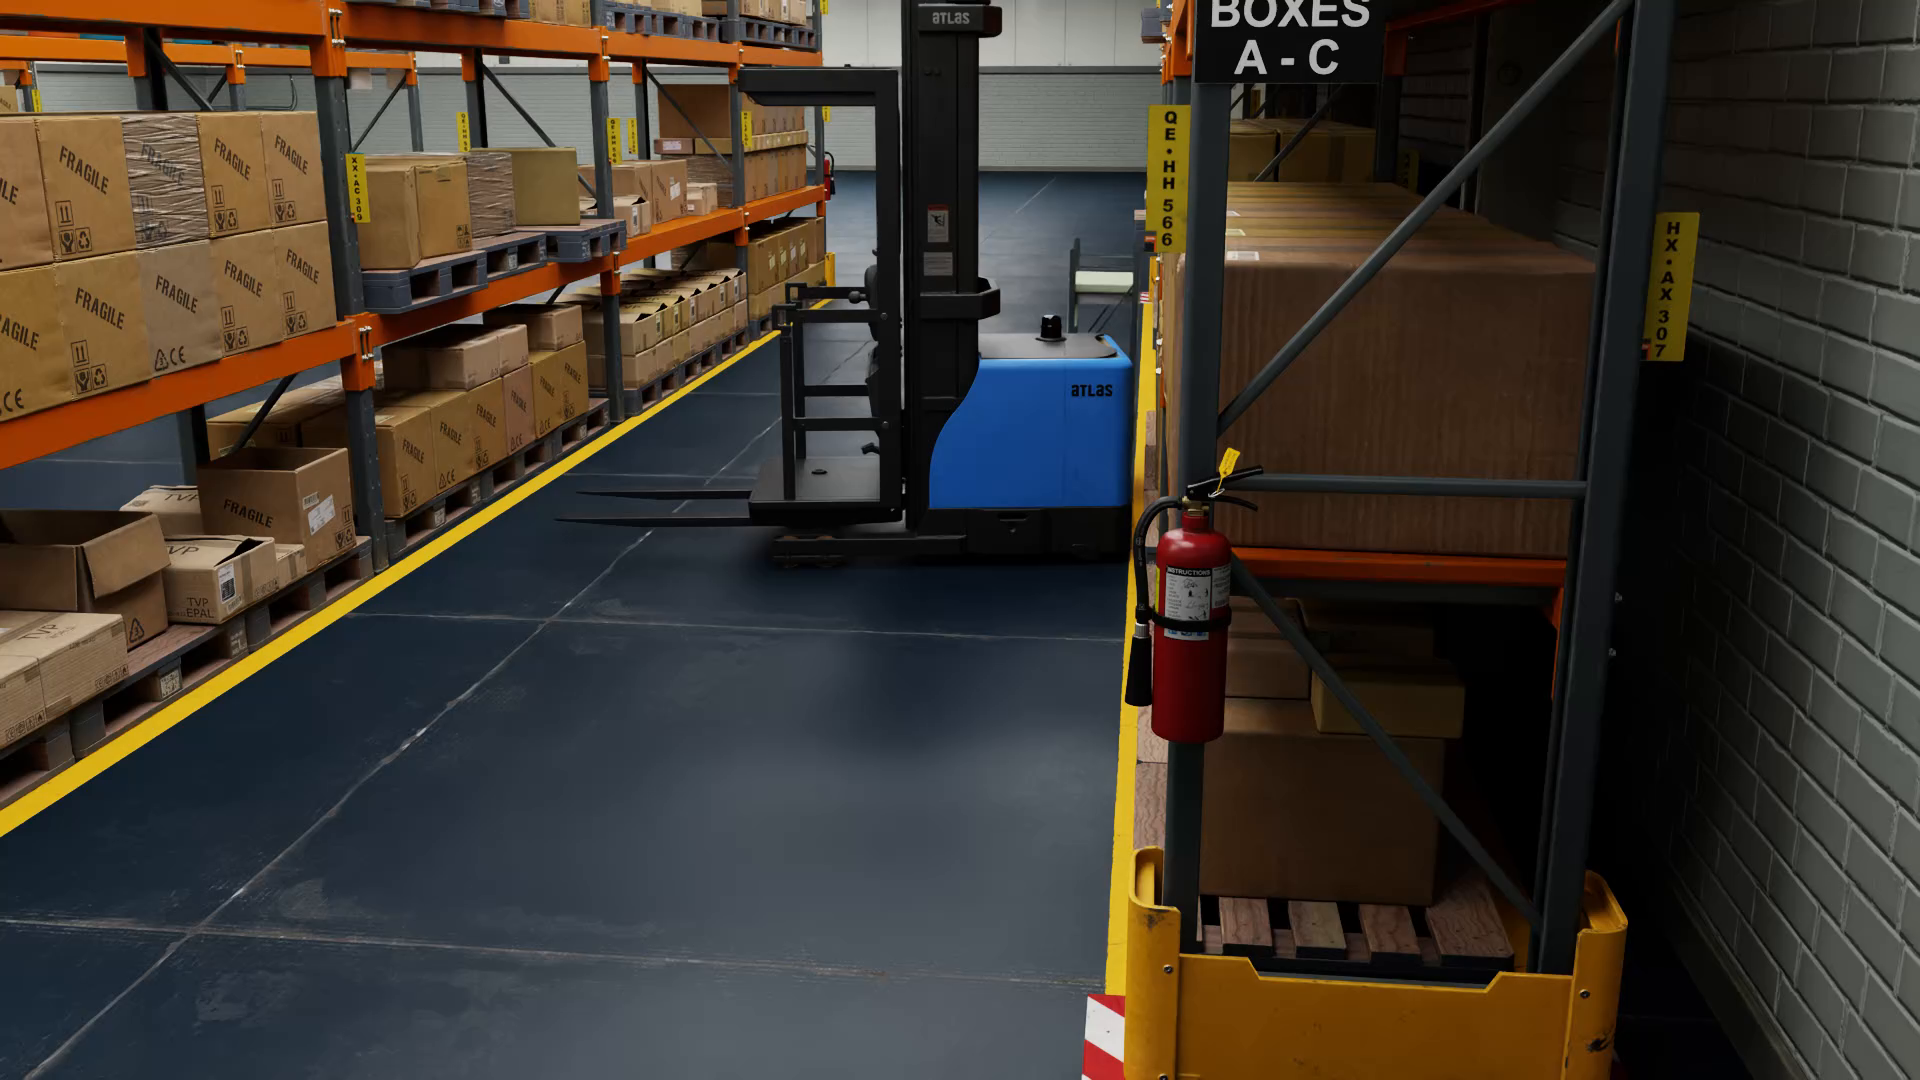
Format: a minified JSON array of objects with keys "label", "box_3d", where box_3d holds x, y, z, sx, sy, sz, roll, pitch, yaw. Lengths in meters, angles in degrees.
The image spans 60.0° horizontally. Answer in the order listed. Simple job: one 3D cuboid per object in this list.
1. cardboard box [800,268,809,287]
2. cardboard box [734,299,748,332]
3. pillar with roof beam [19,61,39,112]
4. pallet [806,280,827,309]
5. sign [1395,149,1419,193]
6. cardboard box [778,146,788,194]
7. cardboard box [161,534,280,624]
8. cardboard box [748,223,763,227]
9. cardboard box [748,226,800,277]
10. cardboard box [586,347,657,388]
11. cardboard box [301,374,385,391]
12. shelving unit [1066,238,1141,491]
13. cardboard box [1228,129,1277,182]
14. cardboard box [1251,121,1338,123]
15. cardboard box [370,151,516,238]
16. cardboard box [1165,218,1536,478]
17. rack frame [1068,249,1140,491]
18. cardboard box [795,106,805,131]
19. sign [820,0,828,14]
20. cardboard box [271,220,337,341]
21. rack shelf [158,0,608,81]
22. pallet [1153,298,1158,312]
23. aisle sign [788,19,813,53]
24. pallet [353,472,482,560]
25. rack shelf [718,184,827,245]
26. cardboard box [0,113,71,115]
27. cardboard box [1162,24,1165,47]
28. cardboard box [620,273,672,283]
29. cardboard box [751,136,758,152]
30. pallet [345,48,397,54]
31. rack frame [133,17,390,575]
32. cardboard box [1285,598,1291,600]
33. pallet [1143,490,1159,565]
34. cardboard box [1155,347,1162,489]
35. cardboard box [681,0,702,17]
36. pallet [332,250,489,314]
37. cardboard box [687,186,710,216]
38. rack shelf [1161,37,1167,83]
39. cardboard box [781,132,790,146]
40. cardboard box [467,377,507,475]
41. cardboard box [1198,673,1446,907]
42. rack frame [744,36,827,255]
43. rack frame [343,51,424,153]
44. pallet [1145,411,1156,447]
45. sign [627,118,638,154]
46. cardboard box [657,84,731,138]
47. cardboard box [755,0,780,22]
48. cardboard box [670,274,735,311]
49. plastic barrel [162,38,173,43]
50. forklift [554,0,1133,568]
[{"label":"cardboard box","box_3d":[-1.975,-2.881,18.533,0.500,0.250,0.500,2,15,6]},{"label":"cardboard box","box_3d":[-2.319,-2.135,15.775,0.500,0.250,0.500,2,15,6]},{"label":"pillar with roof beam","box_3d":[-20.719,-13.983,43.634,9.100,9.000,0.400,2,15,6]},{"label":"pallet","box_3d":[-2.153,-2.868,19.362,1.003,0.211,1.213,2,15,6]},{"label":"sign","box_3d":[2.011,-1.596,7.508,0.100,0.325,0.005,2,15,6]},{"label":"cardboard box","box_3d":[-2.290,-4.076,18.297,0.700,0.500,0.500,2,15,7]},{"label":"cardboard box","box_3d":[-3.330,0.135,7.223,0.500,0.311,0.500,2,15,6]},{"label":"cardboard box","box_3d":[-2.488,-3.258,18.492,0.500,0.500,0.500,2,15,6]},{"label":"cardboard box","box_3d":[-2.029,-3.113,17.956,0.500,0.500,0.500,2,15,6]},{"label":"cardboard box","box_3d":[-2.660,-1.341,12.838,0.500,0.250,0.500,2,15,6]},{"label":"cardboard box","box_3d":[-3.571,-0.701,9.954,0.500,0.500,0.500,2,15,7]},{"label":"shelving unit","box_3d":[0.867,-1.049,10.157,0.431,1.500,0.755,2,15,5]},{"label":"cardboard box","box_3d":[1.258,-1.848,8.014,0.500,0.250,0.500,2,15,8]},{"label":"cardboard box","box_3d":[1.995,-2.364,9.923,0.500,0.250,0.500,1,15,5]},{"label":"cardboard box","box_3d":[-3.263,-2.191,10.522,0.700,0.500,0.500,5,16,17]},{"label":"cardboard box","box_3d":[1.127,-0.585,5.004,0.980,0.700,0.700,2,15,6]},{"label":"rack frame","box_3d":[0.831,-0.954,9.805,0.400,1.500,0.023,2,15,5]},{"label":"cardboard box","box_3d":[-2.180,-4.953,19.057,0.700,0.500,0.500,2,15,6]},{"label":"sign","box_3d":[-1.571,-6.231,19.167,0.100,0.325,0.005,2,15,6]},{"label":"cardboard box","box_3d":[-3.264,-1.212,7.706,0.500,0.500,0.500,2,15,7]},{"label":"rack shelf","box_3d":[-3.237,-2.920,9.847,1.077,0.370,4.000,2,15,6]},{"label":"pallet","box_3d":[2.538,-2.377,17.549,1.003,0.211,1.213,2,15,6]},{"label":"aisle sign","box_3d":[-1.809,-5.677,19.428,0.394,0.787,0.004,2,15,6]},{"label":"pallet","box_3d":[-3.408,-0.167,9.375,1.003,0.211,1.213,2,15,6]},{"label":"rack shelf","box_3d":[-2.334,-3.547,17.912,1.077,0.370,4.000,2,15,6]},{"label":"cardboard box","box_3d":[-3.912,-1.451,6.674,0.500,0.500,0.500,1,15,5]},{"label":"cardboard box","box_3d":[2.269,-5.151,16.487,0.500,0.500,0.500,1,15,4]},{"label":"cardboard box","box_3d":[-2.916,-2.292,15.282,0.500,0.311,0.500,2,15,6]},{"label":"cardboard box","box_3d":[-2.253,-4.001,16.779,0.380,0.149,0.250,2,15,6]},{"label":"pallet","box_3d":[-7.220,-5.705,19.130,1.003,0.211,1.213,2,15,6]},{"label":"rack frame","box_3d":[-3.463,-1.301,8.226,1.000,3.000,0.127,2,15,6]},{"label":"cardboard box","box_3d":[1.286,0.164,5.551,0.380,0.149,0.250,2,15,7]},{"label":"pallet","box_3d":[1.472,-0.012,8.803,1.003,0.211,1.213,2,15,6]},{"label":"cardboard box","box_3d":[1.501,-0.724,9.407,0.750,0.750,0.750,2,15,8]},{"label":"cardboard box","box_3d":[-2.639,-4.795,14.883,0.500,0.250,0.500,3,15,12]},{"label":"pallet","box_3d":[-3.264,-1.412,9.006,1.003,0.211,1.213,2,15,6]},{"label":"cardboard box","box_3d":[-2.477,-3.077,15.054,0.396,0.266,0.258,1,15,5]},{"label":"rack shelf","box_3d":[2.137,-3.813,13.148,1.077,0.370,4.000,2,15,6]},{"label":"cardboard box","box_3d":[-2.079,-4.402,18.262,0.380,0.149,0.250,2,15,8]},{"label":"cardboard box","box_3d":[-3.053,-0.693,9.924,0.500,0.500,0.500,2,15,7]},{"label":"cardboard box","box_3d":[0.988,0.701,4.807,0.700,0.500,0.500,2,15,6]},{"label":"rack frame","box_3d":[-2.109,-4.413,19.736,1.000,3.000,0.127,2,15,6]},{"label":"rack frame","box_3d":[-7.030,-4.560,20.280,1.000,3.000,0.127,2,15,6]},{"label":"pallet","box_3d":[1.747,-0.645,11.143,1.003,0.211,1.213,2,15,6]},{"label":"sign","box_3d":[-3.112,-3.848,15.835,0.100,0.325,0.005,2,15,6]},{"label":"cardboard box","box_3d":[-2.516,-4.166,16.144,0.700,0.500,0.500,2,15,7]},{"label":"cardboard box","box_3d":[-2.249,-5.567,16.987,0.797,0.503,0.637,3,16,12]},{"label":"cardboard box","box_3d":[-2.373,-2.273,15.211,0.500,0.311,0.500,2,15,8]},{"label":"plastic barrel","box_3d":[-7.397,-4.905,14.847,0.600,0.901,0.600,0,15,0]},{"label":"forklift","box_3d":[-0.628,-1.409,8.759,3.031,2.935,1.130,-1,15,-2]}]
